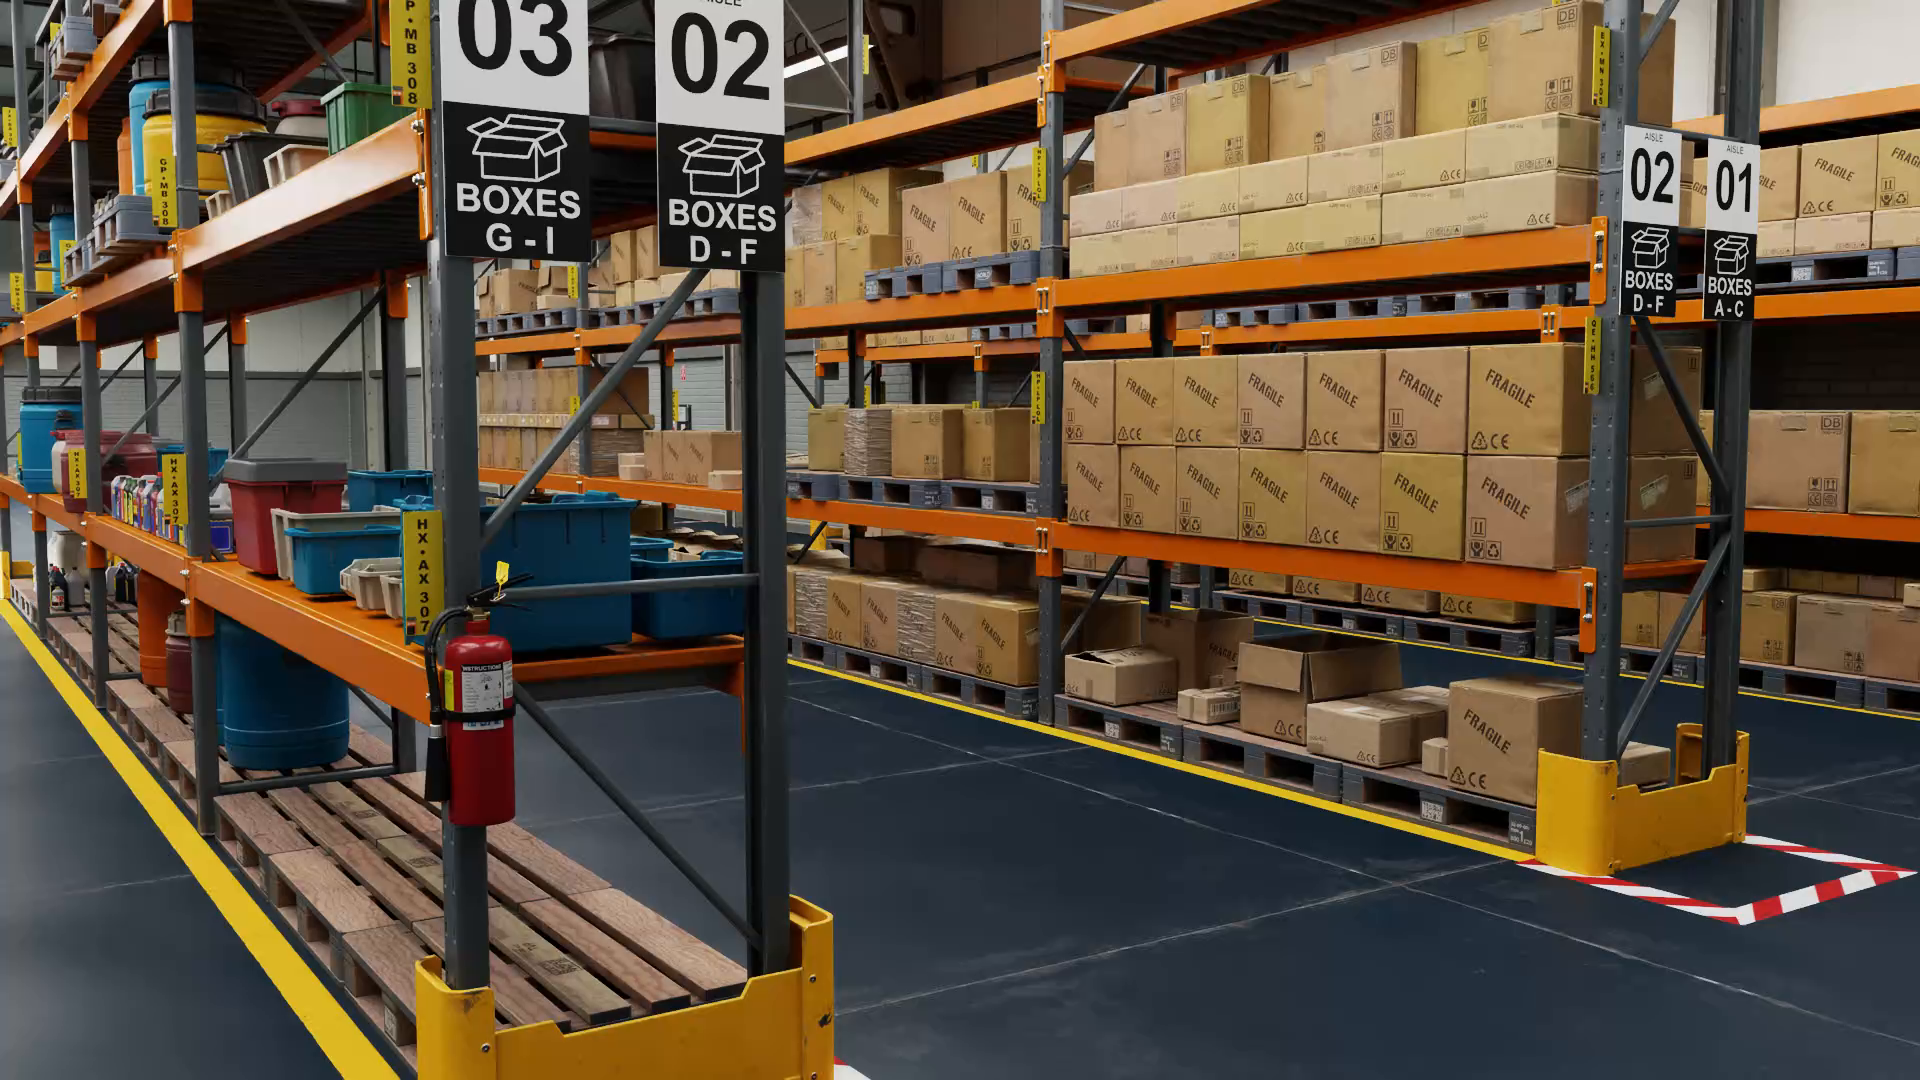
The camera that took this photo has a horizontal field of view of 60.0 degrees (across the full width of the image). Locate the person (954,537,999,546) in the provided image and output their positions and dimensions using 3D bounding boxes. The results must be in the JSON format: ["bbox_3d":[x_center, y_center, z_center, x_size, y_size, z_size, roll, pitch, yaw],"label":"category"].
[{"bbox_3d":[0.110,-0.116,15.698,0.543,1.779,0.550,-3,5,-34],"label":"person"}]
